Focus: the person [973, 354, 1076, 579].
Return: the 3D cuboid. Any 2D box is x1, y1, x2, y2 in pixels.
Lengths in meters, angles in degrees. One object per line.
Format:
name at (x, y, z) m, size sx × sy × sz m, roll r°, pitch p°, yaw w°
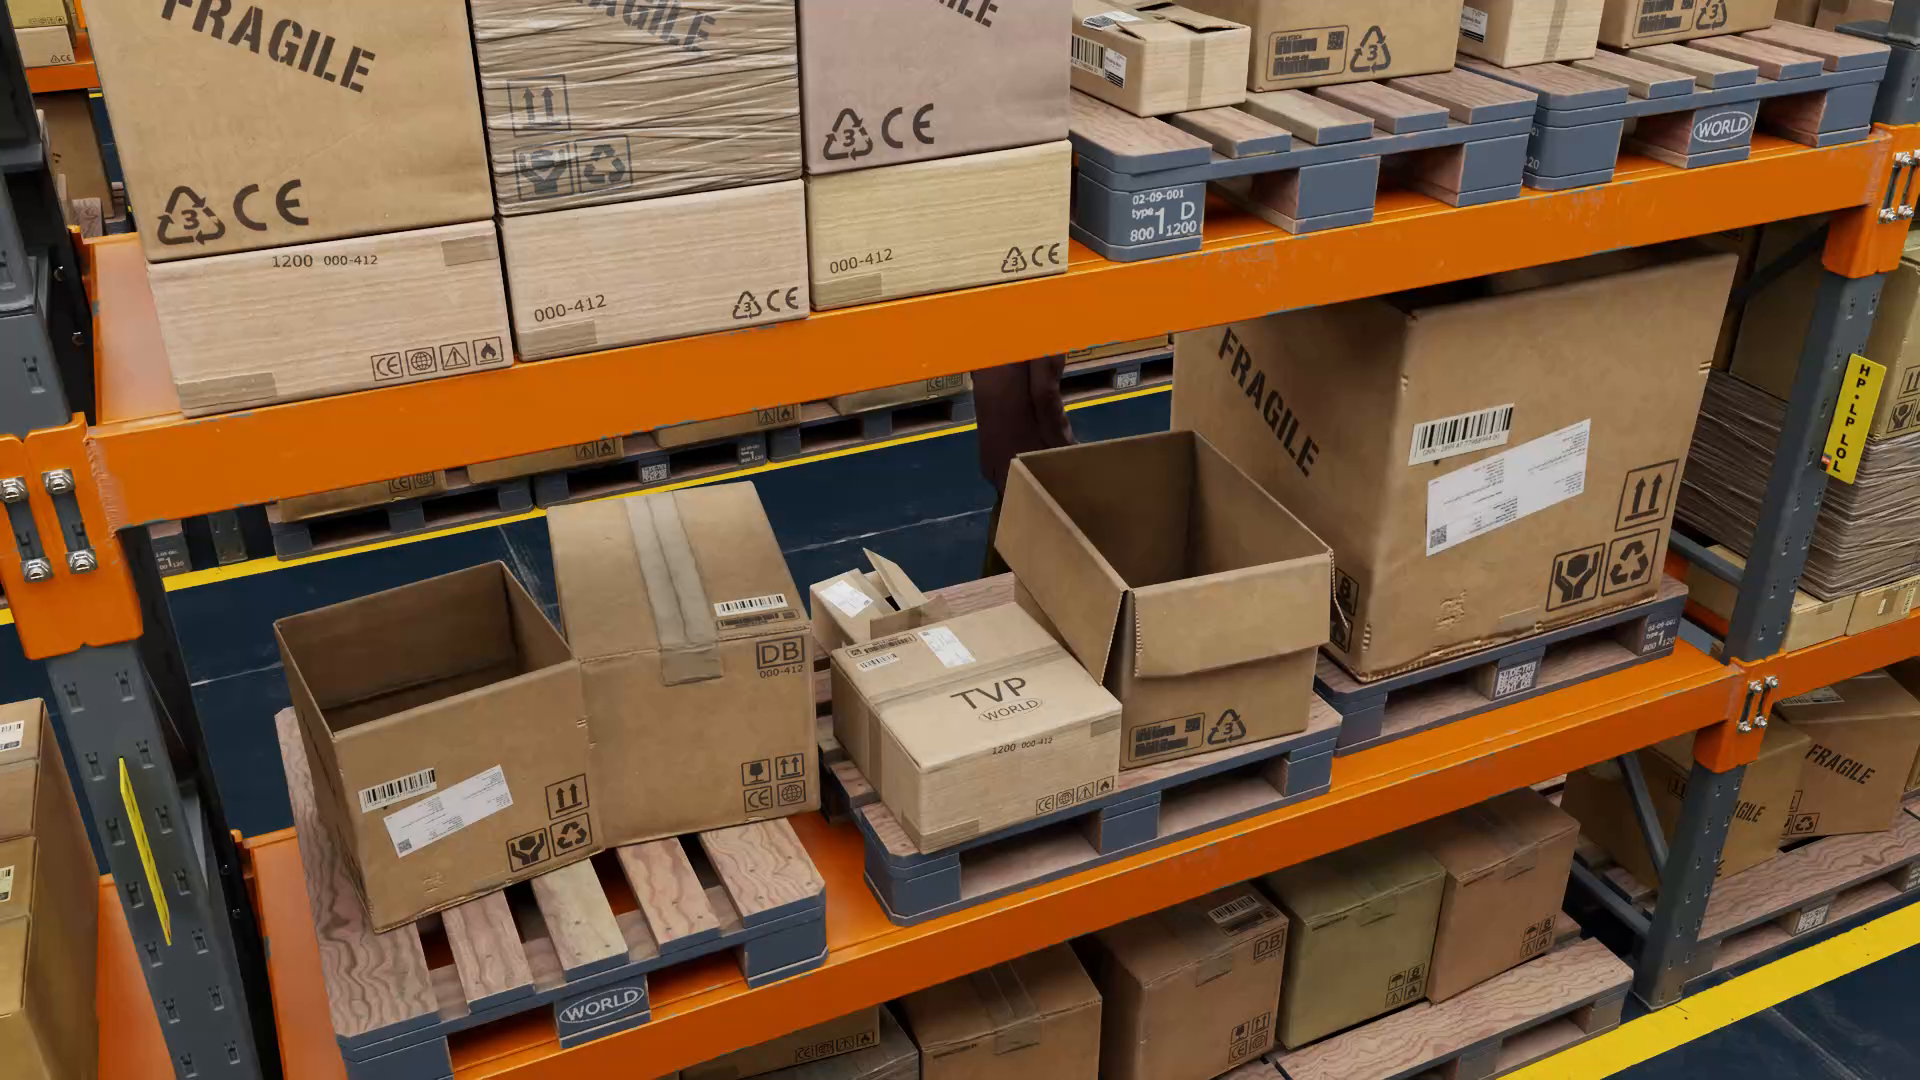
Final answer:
person at (0.273, -0.462, 6.975) m, size 0.415 × 1.774 × 0.654 m, roll -14°, pitch 32°, yaw -23°
